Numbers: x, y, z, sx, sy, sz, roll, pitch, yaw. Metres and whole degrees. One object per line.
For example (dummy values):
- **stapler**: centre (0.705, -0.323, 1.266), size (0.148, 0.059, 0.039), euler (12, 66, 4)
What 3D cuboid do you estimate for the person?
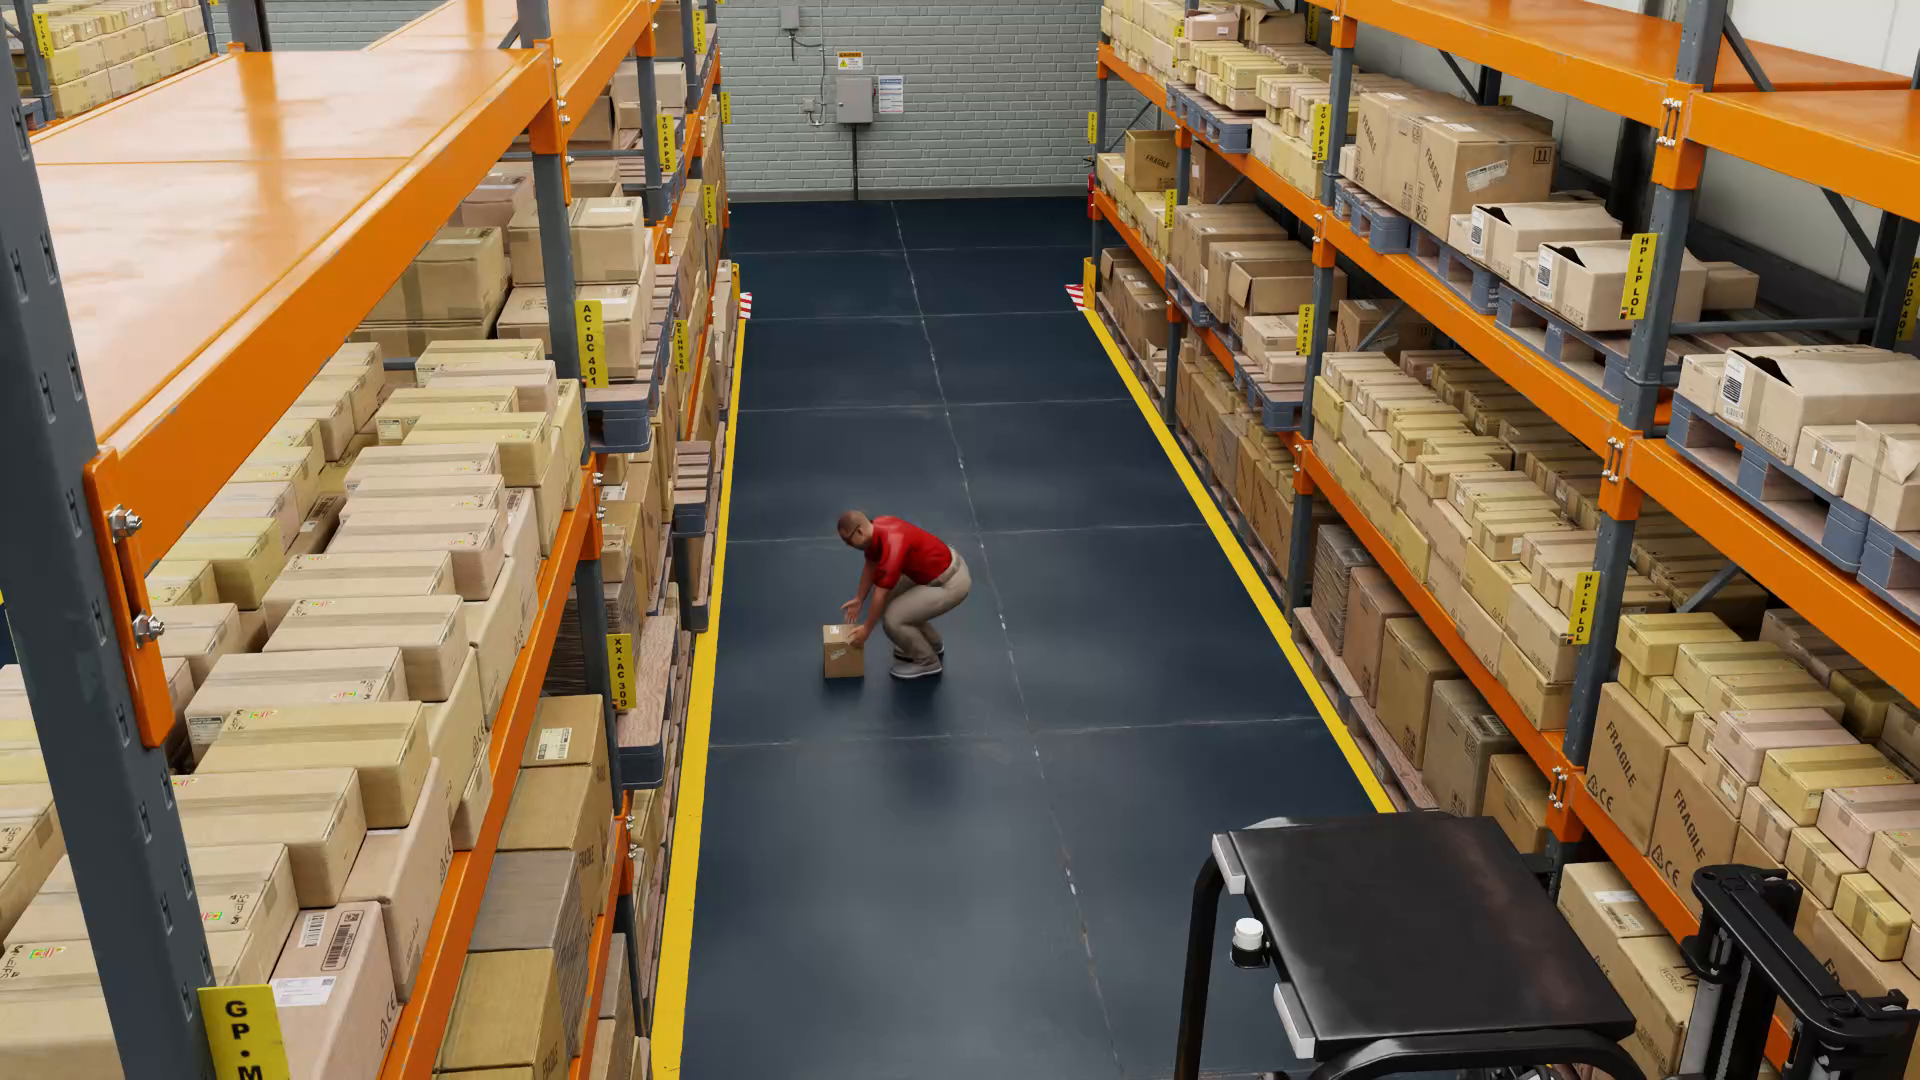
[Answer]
- **person**: centre (-0.342, 0.308, 10.416), size (0.830, 1.114, 0.576), euler (-2, 24, -5)
